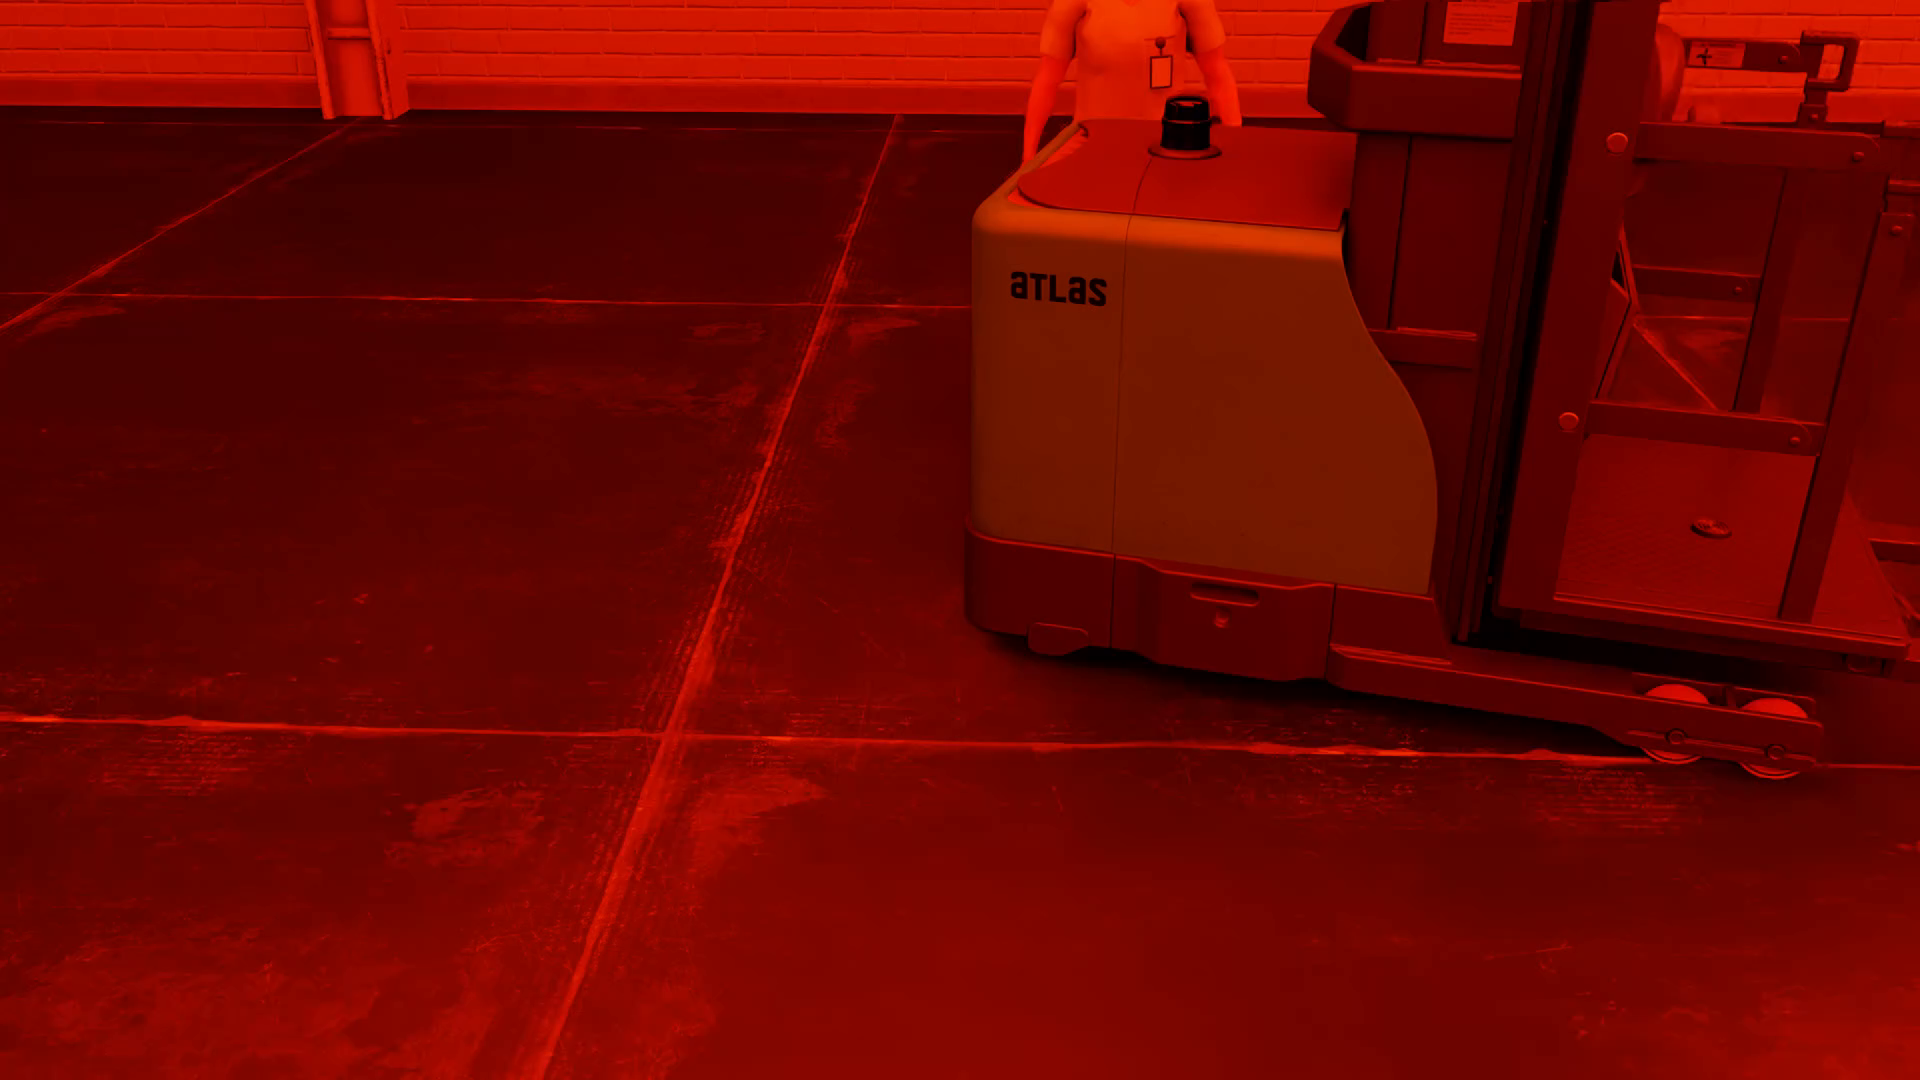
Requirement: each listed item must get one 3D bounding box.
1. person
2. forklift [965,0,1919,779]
[{"bbox_3d":[0.525,-1.089,4.874,0.707,1.646,0.377,0,26,0],"label":"person"},{"bbox_3d":[1.586,-1.074,3.386,3.031,2.935,1.130,8,27,15],"label":"forklift"}]
